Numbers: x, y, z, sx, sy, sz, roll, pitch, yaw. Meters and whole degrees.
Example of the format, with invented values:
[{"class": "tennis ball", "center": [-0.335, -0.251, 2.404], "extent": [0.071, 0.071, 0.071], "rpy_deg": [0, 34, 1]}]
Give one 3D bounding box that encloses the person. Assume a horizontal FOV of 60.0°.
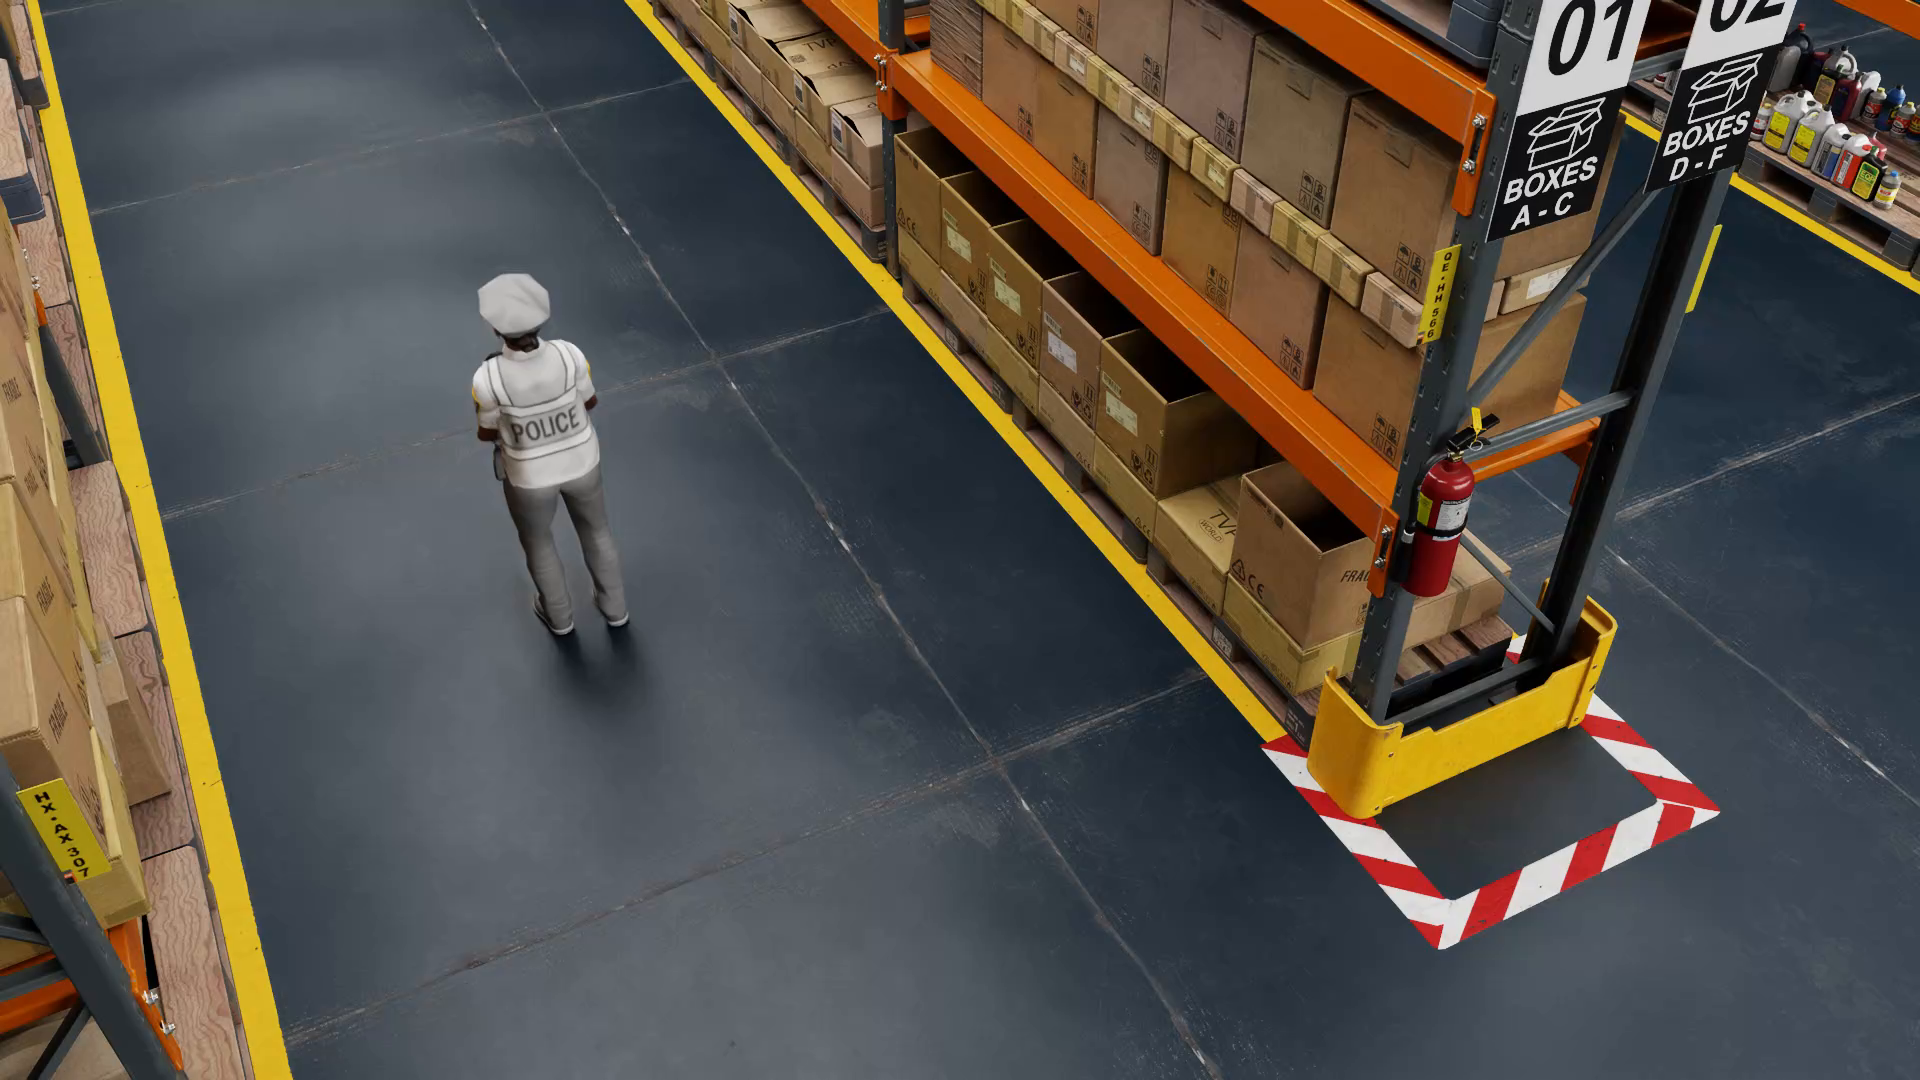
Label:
[{"class": "person", "center": [-1.609, -0.292, 6.492], "extent": [0.515, 1.656, 0.426], "rpy_deg": [-21, 46, -22]}]
